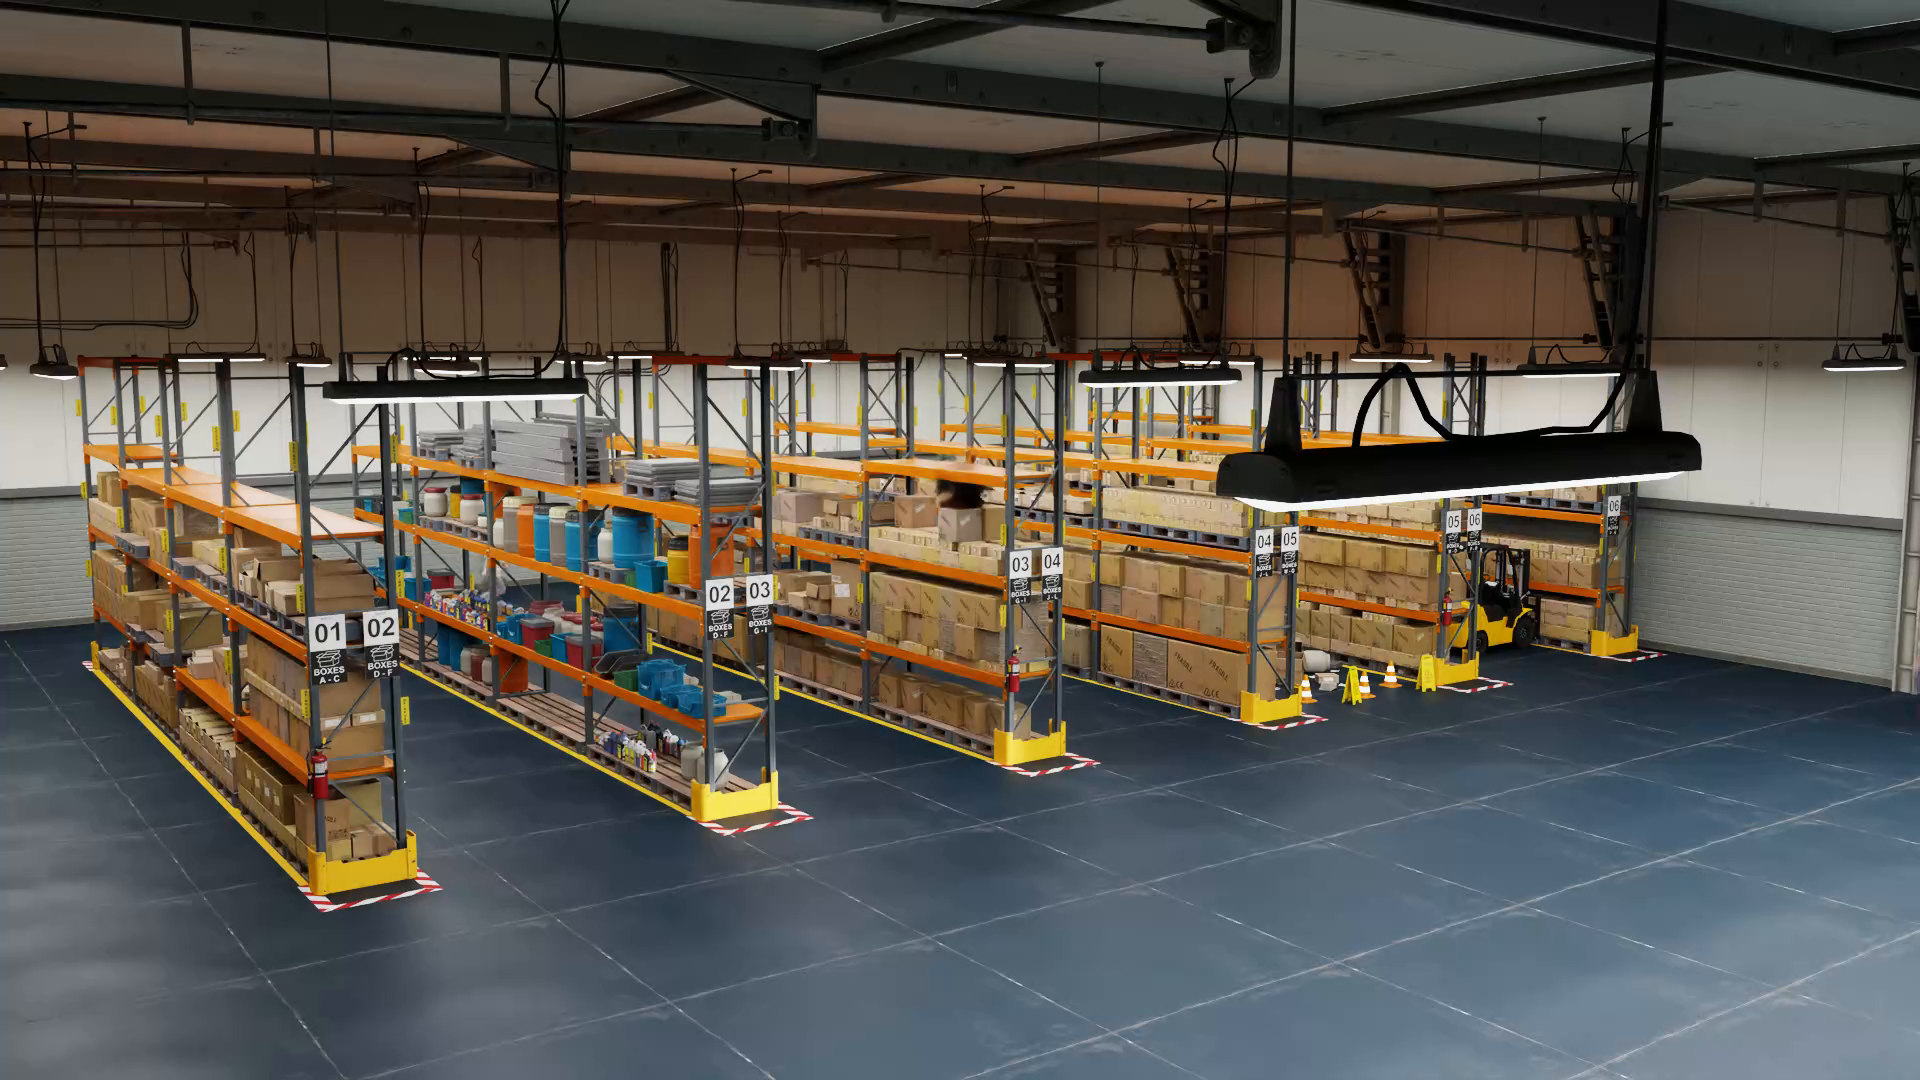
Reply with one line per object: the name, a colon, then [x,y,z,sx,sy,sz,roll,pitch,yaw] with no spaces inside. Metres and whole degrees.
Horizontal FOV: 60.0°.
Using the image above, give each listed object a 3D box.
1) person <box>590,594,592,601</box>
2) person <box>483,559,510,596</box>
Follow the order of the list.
person: [-8.383,0.705,39.260,0.876,1.855,0.740,1,7,11]
person: [-10.727,0.834,38.491,0.706,1.701,0.646,-4,8,-31]
